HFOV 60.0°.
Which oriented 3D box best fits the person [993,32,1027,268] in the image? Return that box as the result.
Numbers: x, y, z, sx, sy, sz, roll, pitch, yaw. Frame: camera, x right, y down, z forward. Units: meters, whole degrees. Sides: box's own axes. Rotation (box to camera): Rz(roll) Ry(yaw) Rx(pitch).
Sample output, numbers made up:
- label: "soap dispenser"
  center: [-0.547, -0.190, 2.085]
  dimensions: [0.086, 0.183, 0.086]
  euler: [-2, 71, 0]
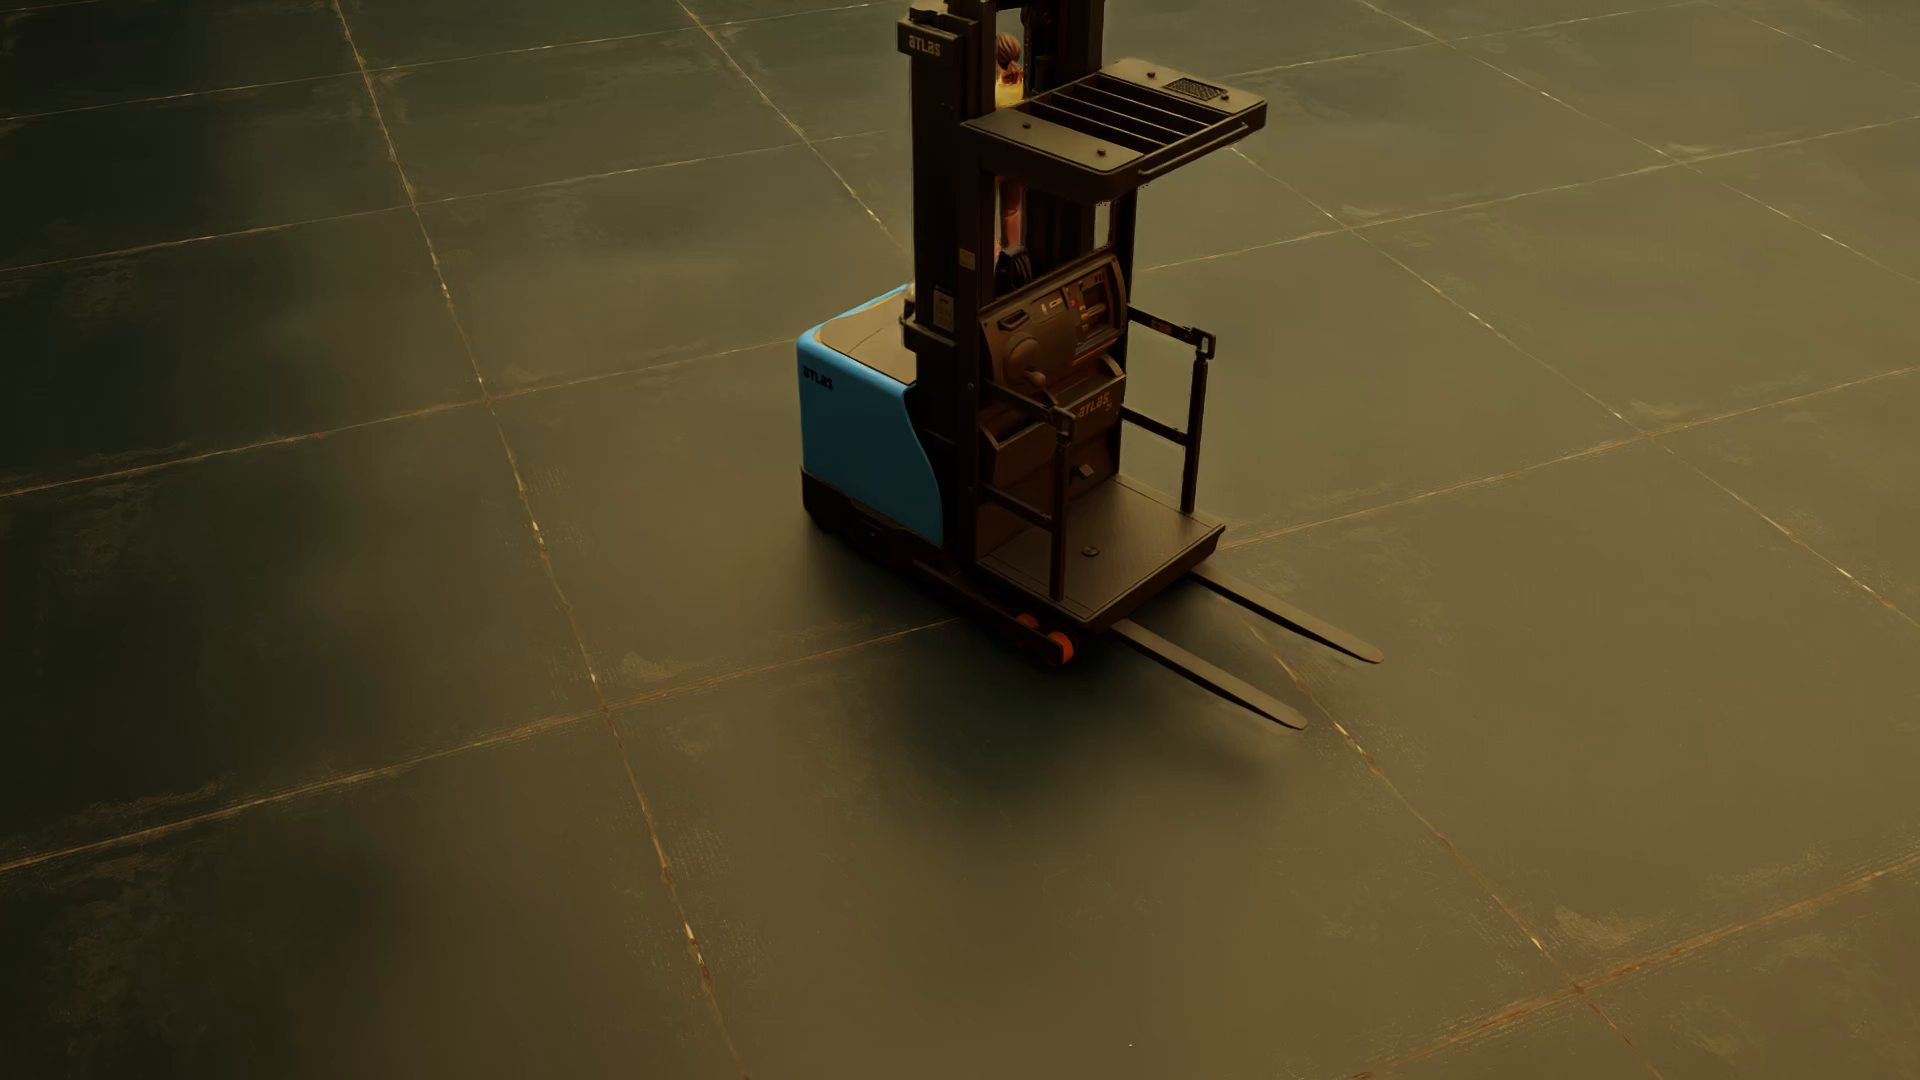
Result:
- label: "person"
  center: [0.272, -2.385, 10.556]
  dimensions: [0.657, 1.656, 0.492]
  euler: [-12, 37, -17]

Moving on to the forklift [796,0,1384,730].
- label: "forklift"
  center: [0.588, -0.945, 7.427]
  dimensions: [3.031, 2.935, 1.130]
  euler: [29, 44, 34]
